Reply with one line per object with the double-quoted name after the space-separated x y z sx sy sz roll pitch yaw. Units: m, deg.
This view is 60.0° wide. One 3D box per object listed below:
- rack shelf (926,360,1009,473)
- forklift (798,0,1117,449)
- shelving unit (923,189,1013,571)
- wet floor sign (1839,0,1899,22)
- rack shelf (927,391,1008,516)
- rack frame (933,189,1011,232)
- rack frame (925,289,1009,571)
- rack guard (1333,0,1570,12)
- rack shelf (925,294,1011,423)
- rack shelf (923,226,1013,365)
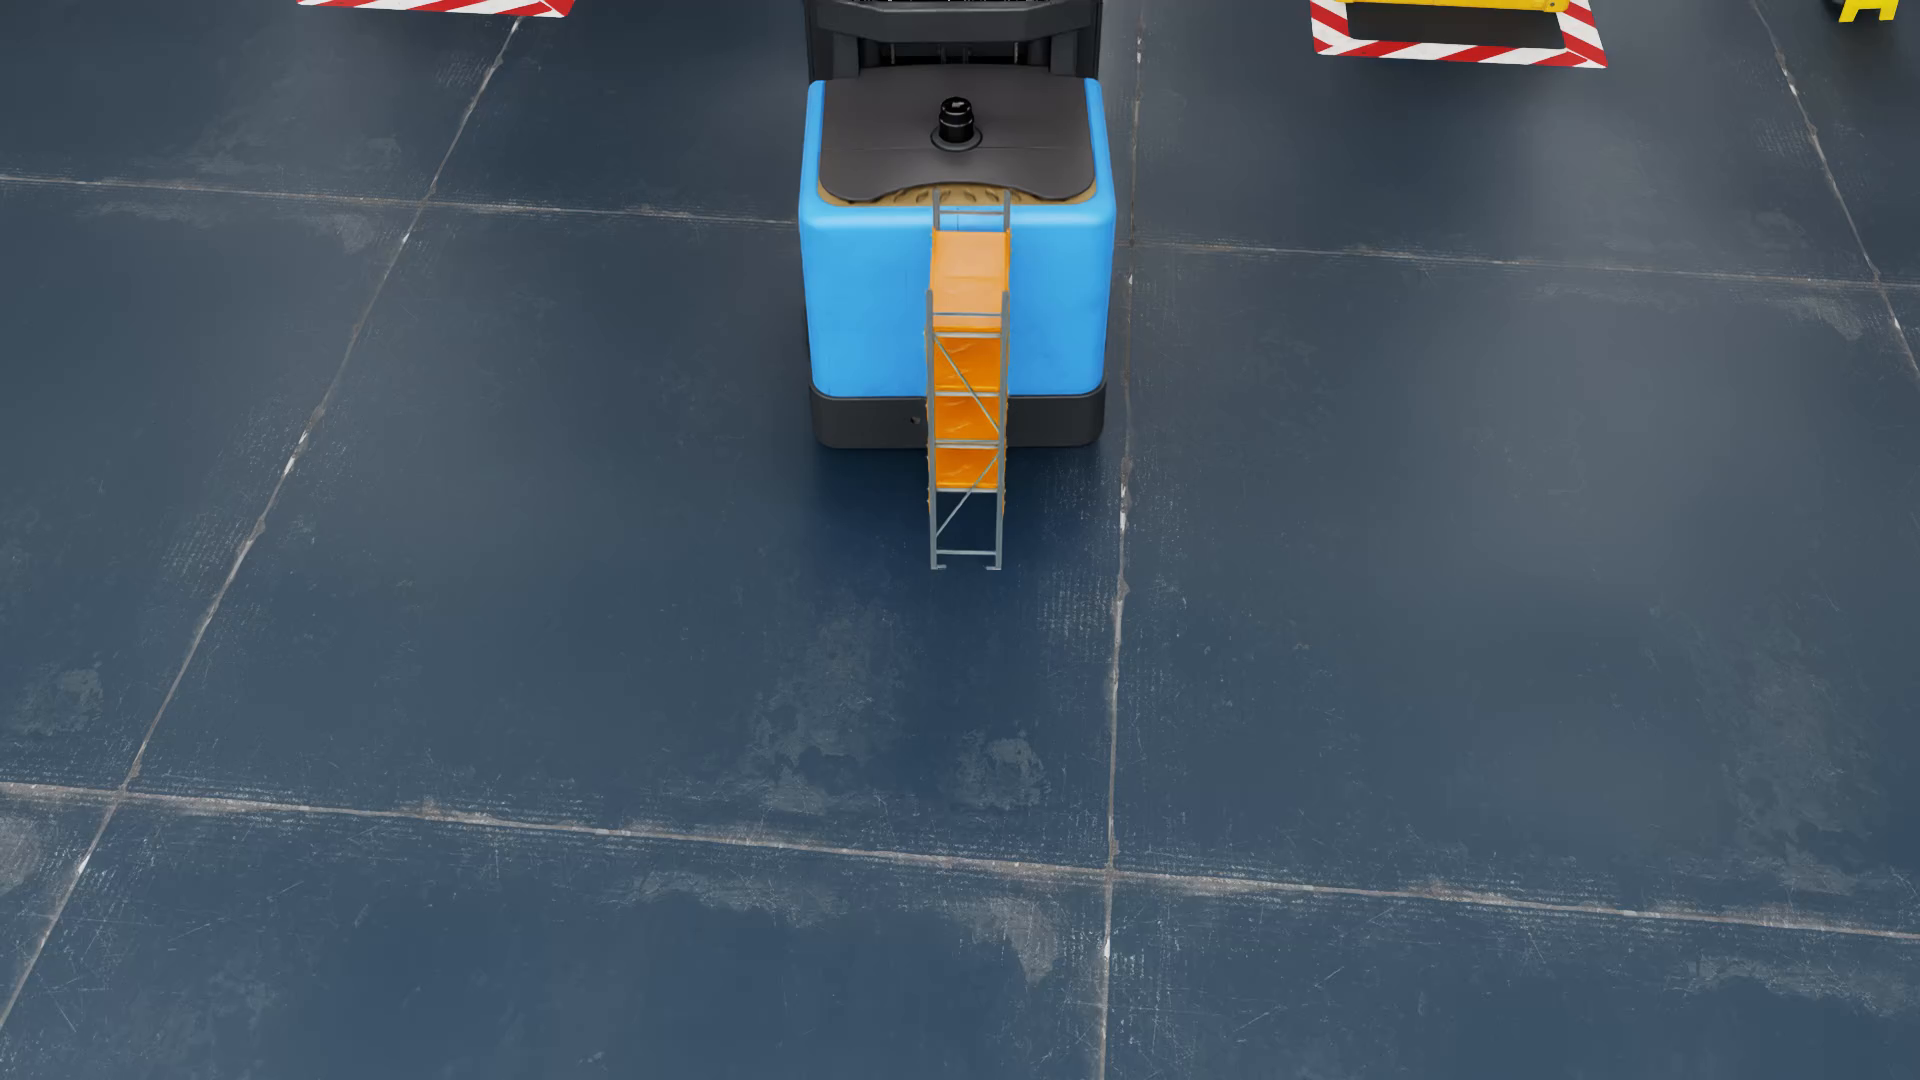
0.028 -0.442 5.432 0.258 0.148 0.480 1 48 1 "rack shelf"
-0.029 -2.389 5.949 1.130 2.935 3.031 -1 48 -1 "forklift"
0.028 -0.487 5.383 0.258 1.200 0.503 1 48 1 "shelving unit"
4.375 -2.812 7.885 0.267 0.644 0.232 -4 48 -3 "wet floor sign"
0.028 -0.308 5.579 0.258 0.148 0.480 1 48 1 "rack shelf"
0.036 -0.667 5.547 0.240 1.200 0.015 1 48 1 "rack frame"
0.021 -0.308 5.218 0.240 1.200 0.015 1 48 1 "rack frame"
2.404 -2.900 8.064 1.175 0.500 0.348 4 48 4 "rack guard"
0.028 -0.593 5.267 0.258 0.148 0.480 1 48 1 "rack shelf"
0.028 -0.753 5.093 0.258 0.148 0.480 1 48 1 "rack shelf"
